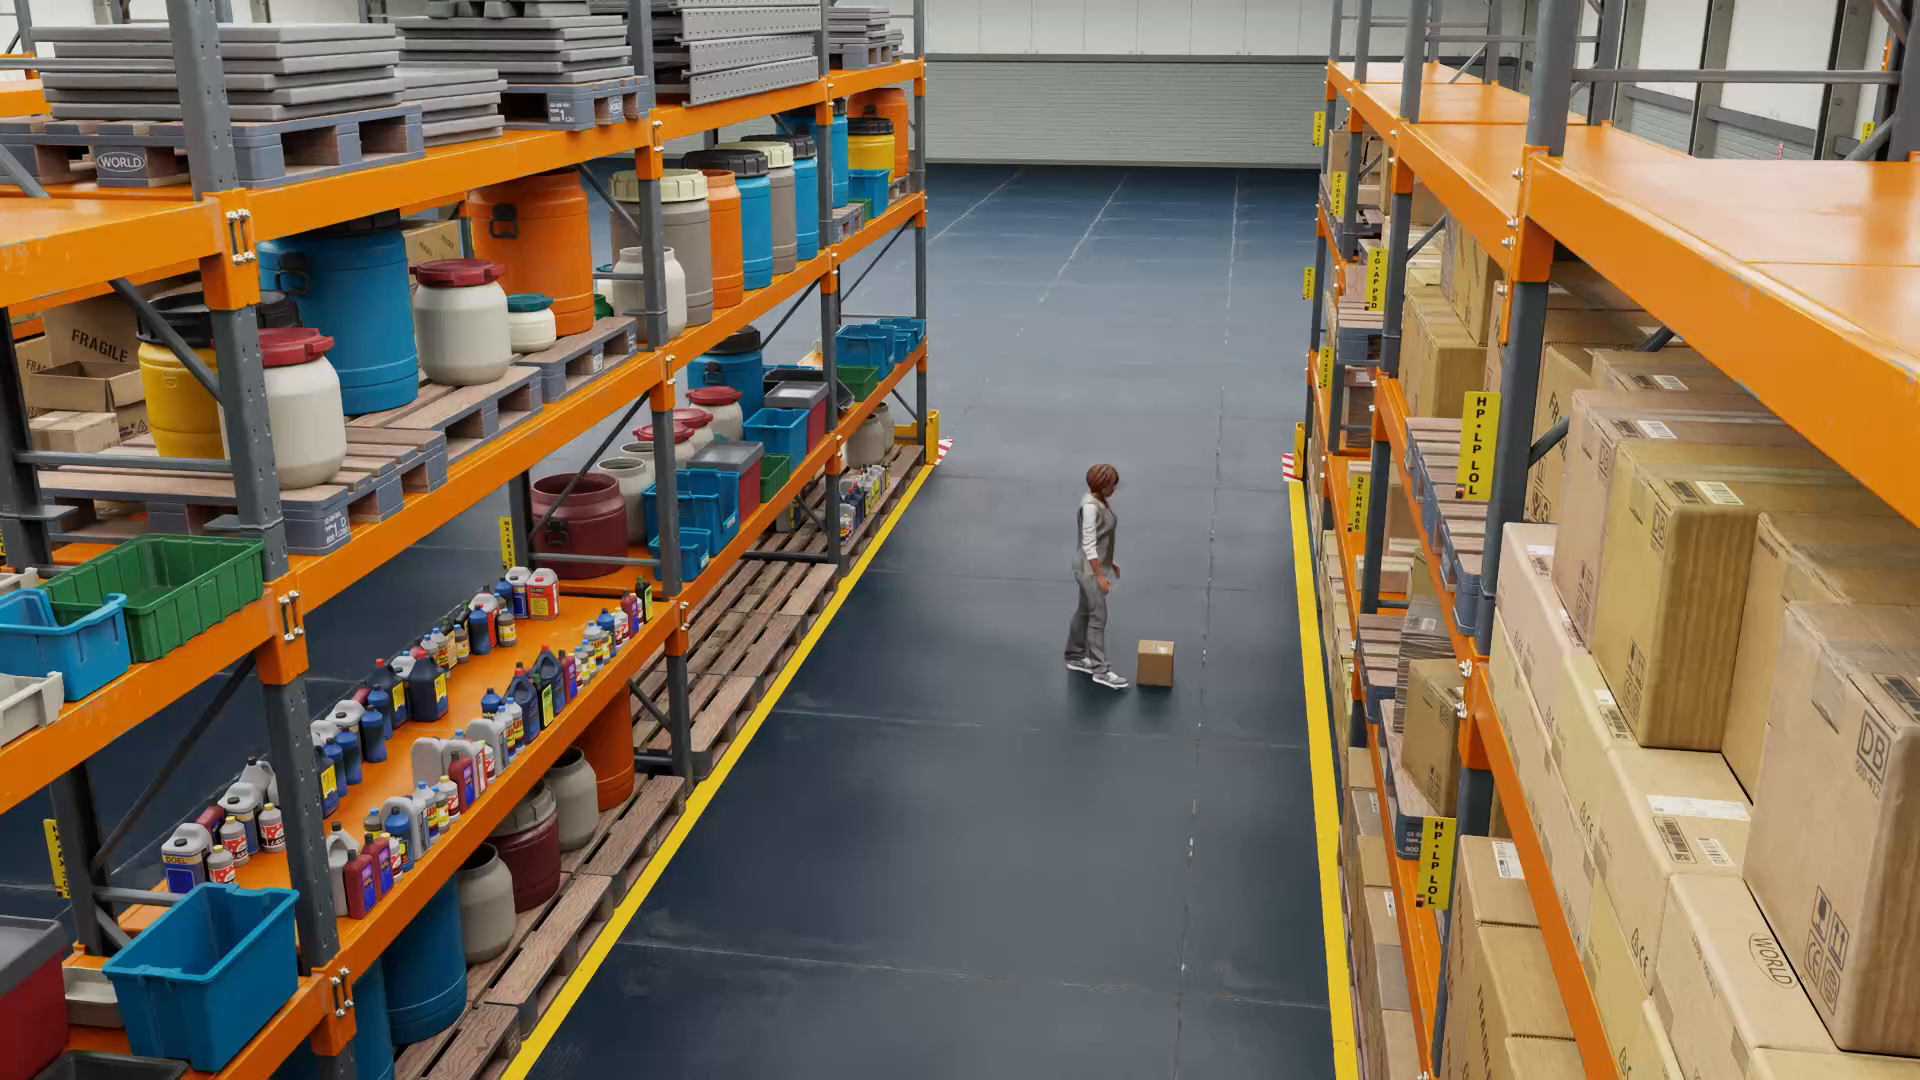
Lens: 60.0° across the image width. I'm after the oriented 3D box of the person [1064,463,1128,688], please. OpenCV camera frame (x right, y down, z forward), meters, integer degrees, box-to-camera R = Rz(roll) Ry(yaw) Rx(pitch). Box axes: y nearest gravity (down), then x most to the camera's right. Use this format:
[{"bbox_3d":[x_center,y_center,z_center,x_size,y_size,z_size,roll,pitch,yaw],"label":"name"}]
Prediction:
[{"bbox_3d":[0.993,0.228,11.845,0.514,1.603,0.431,5,19,14],"label":"person"}]
